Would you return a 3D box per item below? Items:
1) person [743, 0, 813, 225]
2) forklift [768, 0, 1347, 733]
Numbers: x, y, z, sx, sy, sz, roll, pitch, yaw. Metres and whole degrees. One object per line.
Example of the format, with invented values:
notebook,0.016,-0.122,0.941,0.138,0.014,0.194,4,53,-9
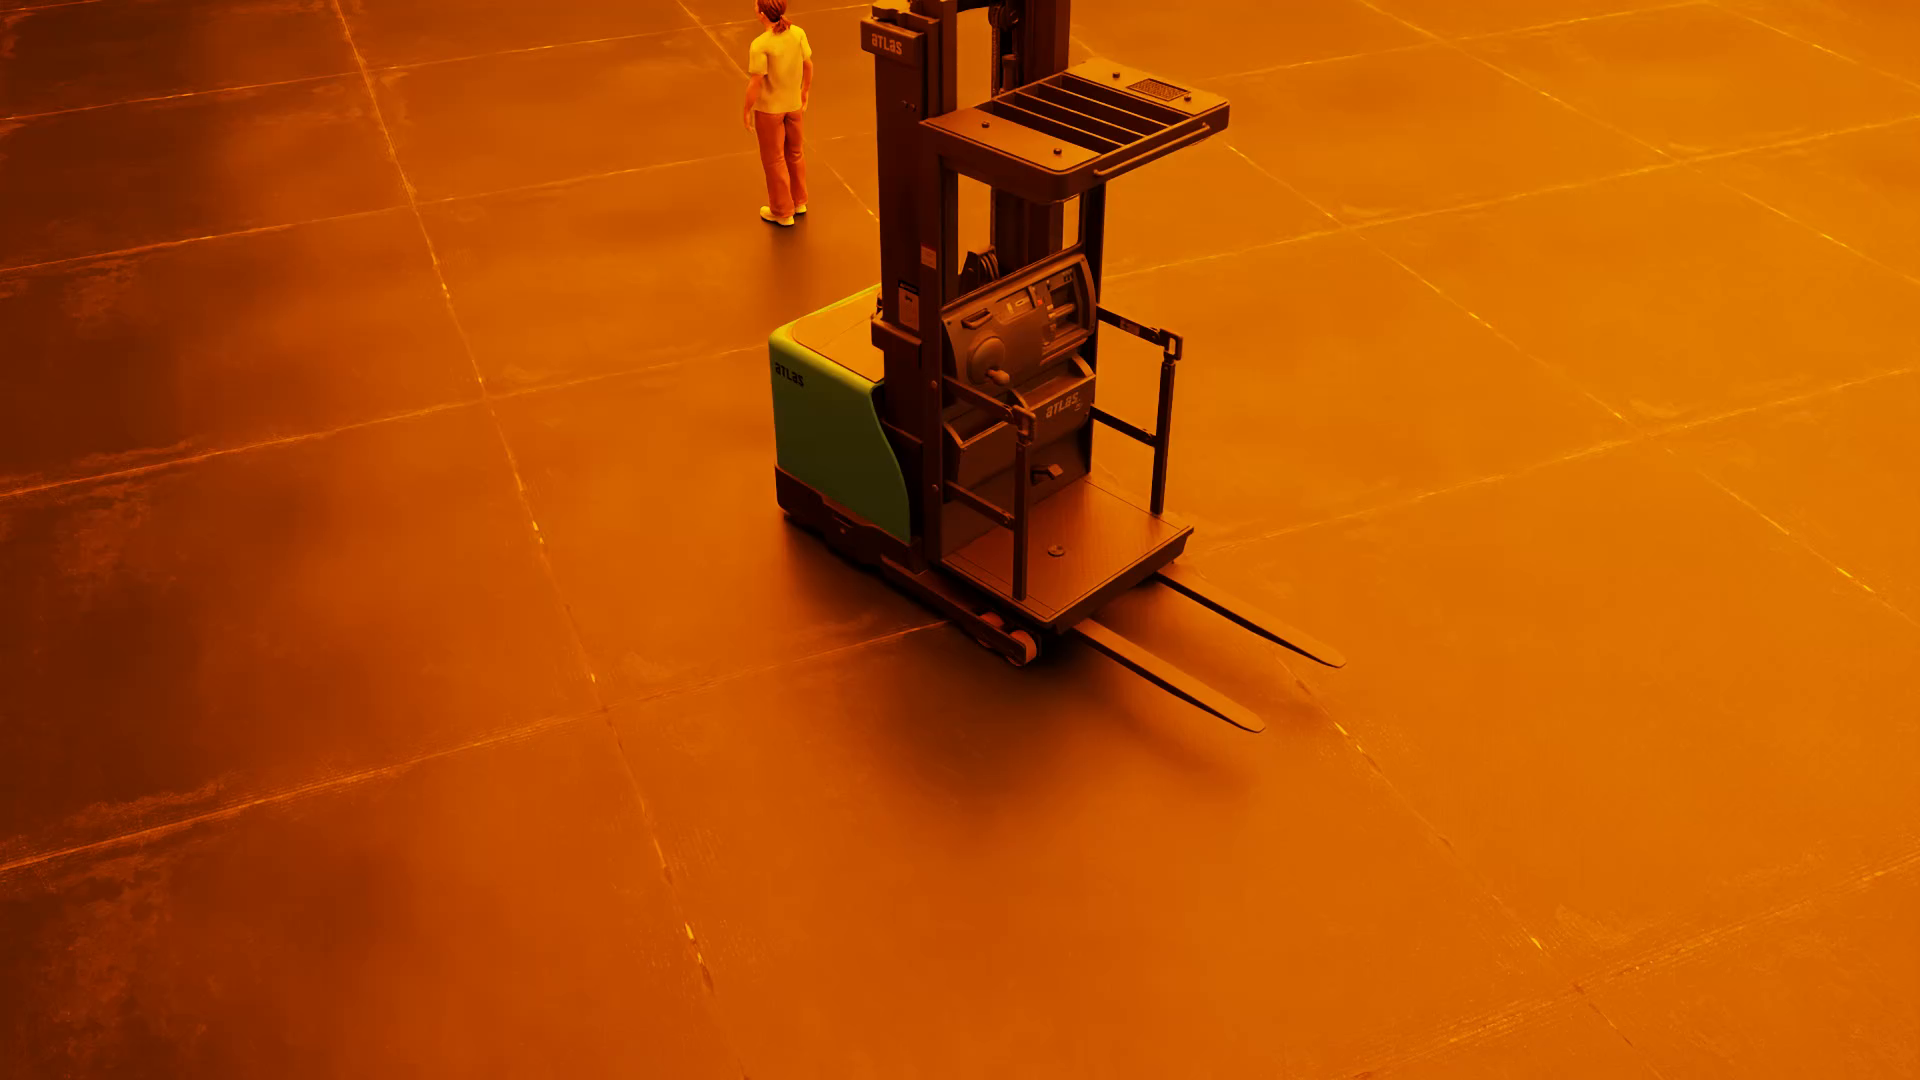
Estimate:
person,-1.274,-2.959,11.330,0.553,1.674,0.548,-26,43,-31
forklift,0.432,-0.946,7.429,3.031,2.935,1.130,30,45,35
